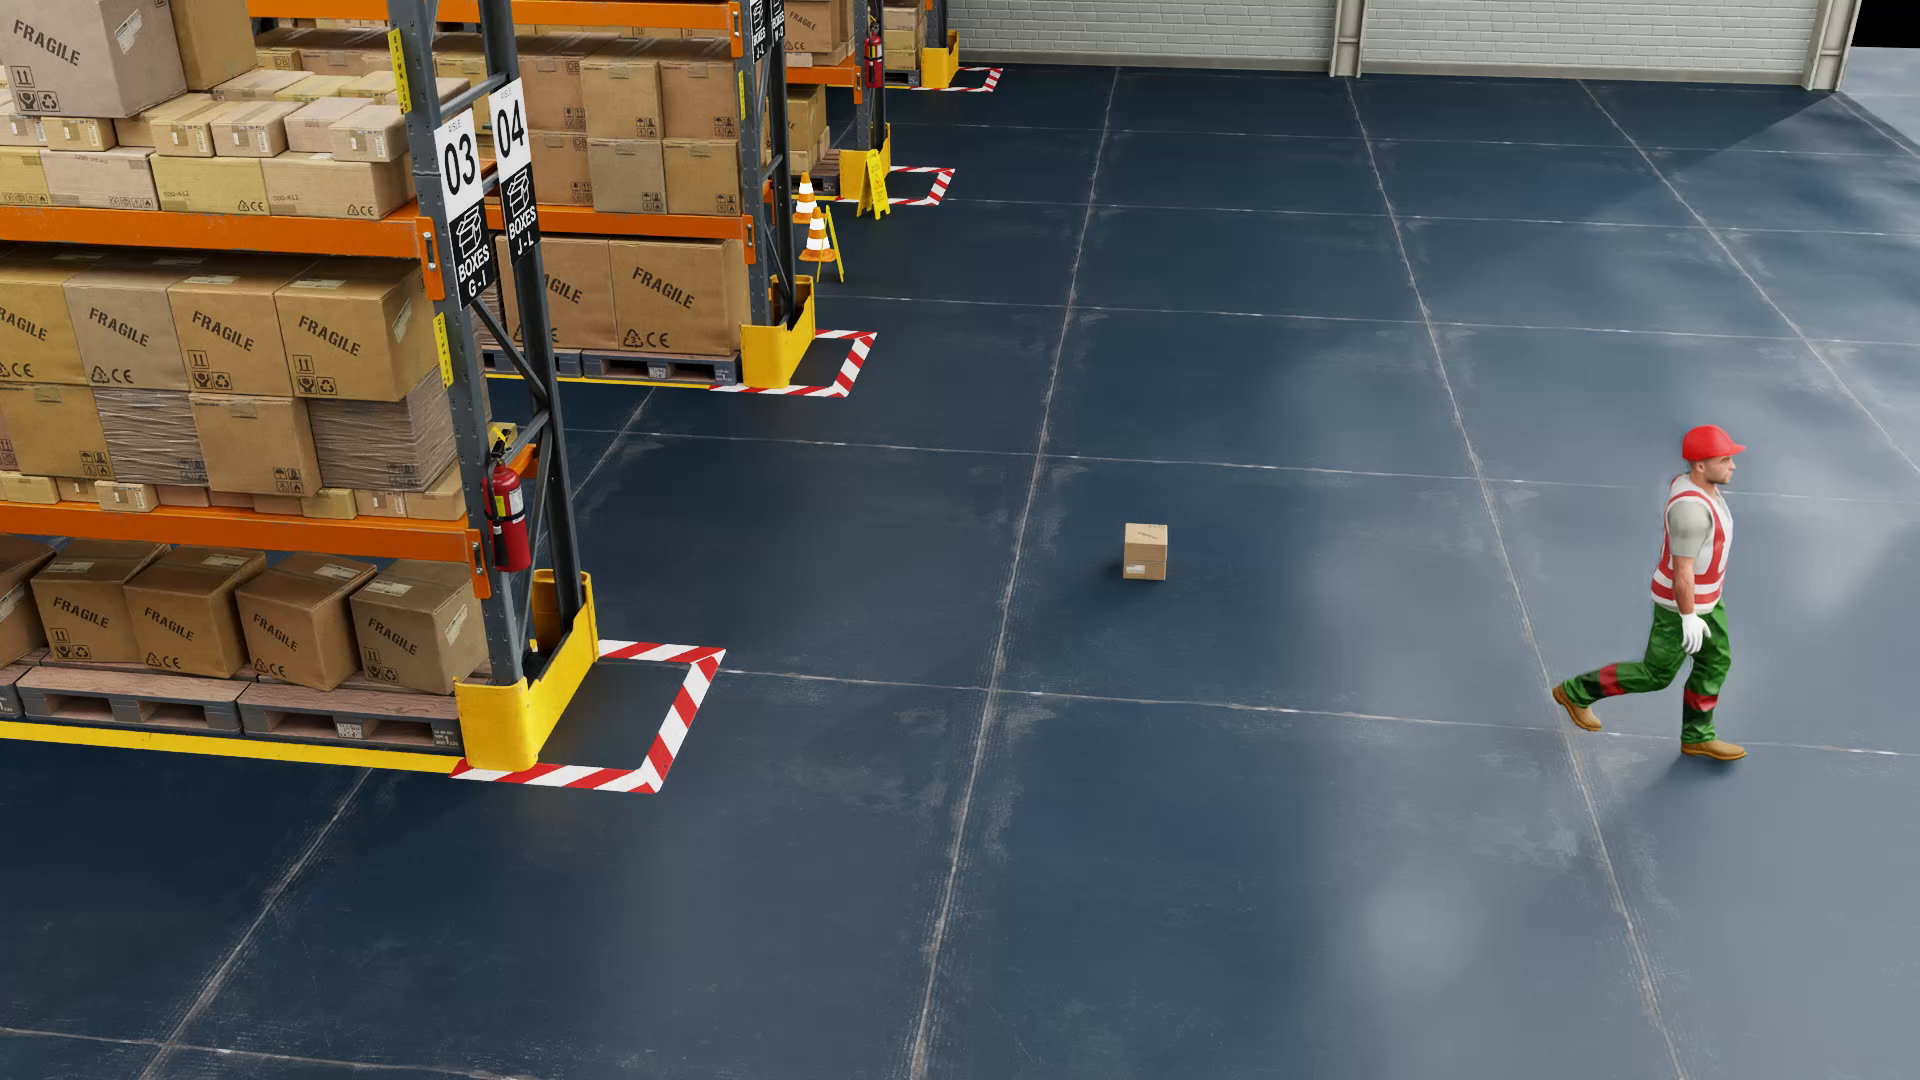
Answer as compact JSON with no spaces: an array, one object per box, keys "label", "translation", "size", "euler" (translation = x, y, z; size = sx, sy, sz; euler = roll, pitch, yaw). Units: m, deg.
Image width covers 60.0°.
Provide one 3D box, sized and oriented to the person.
[{"label":"person","translation":[3.494,0.271,8.090],"size":[0.934,1.761,0.559],"euler":[16,32,27]}]
